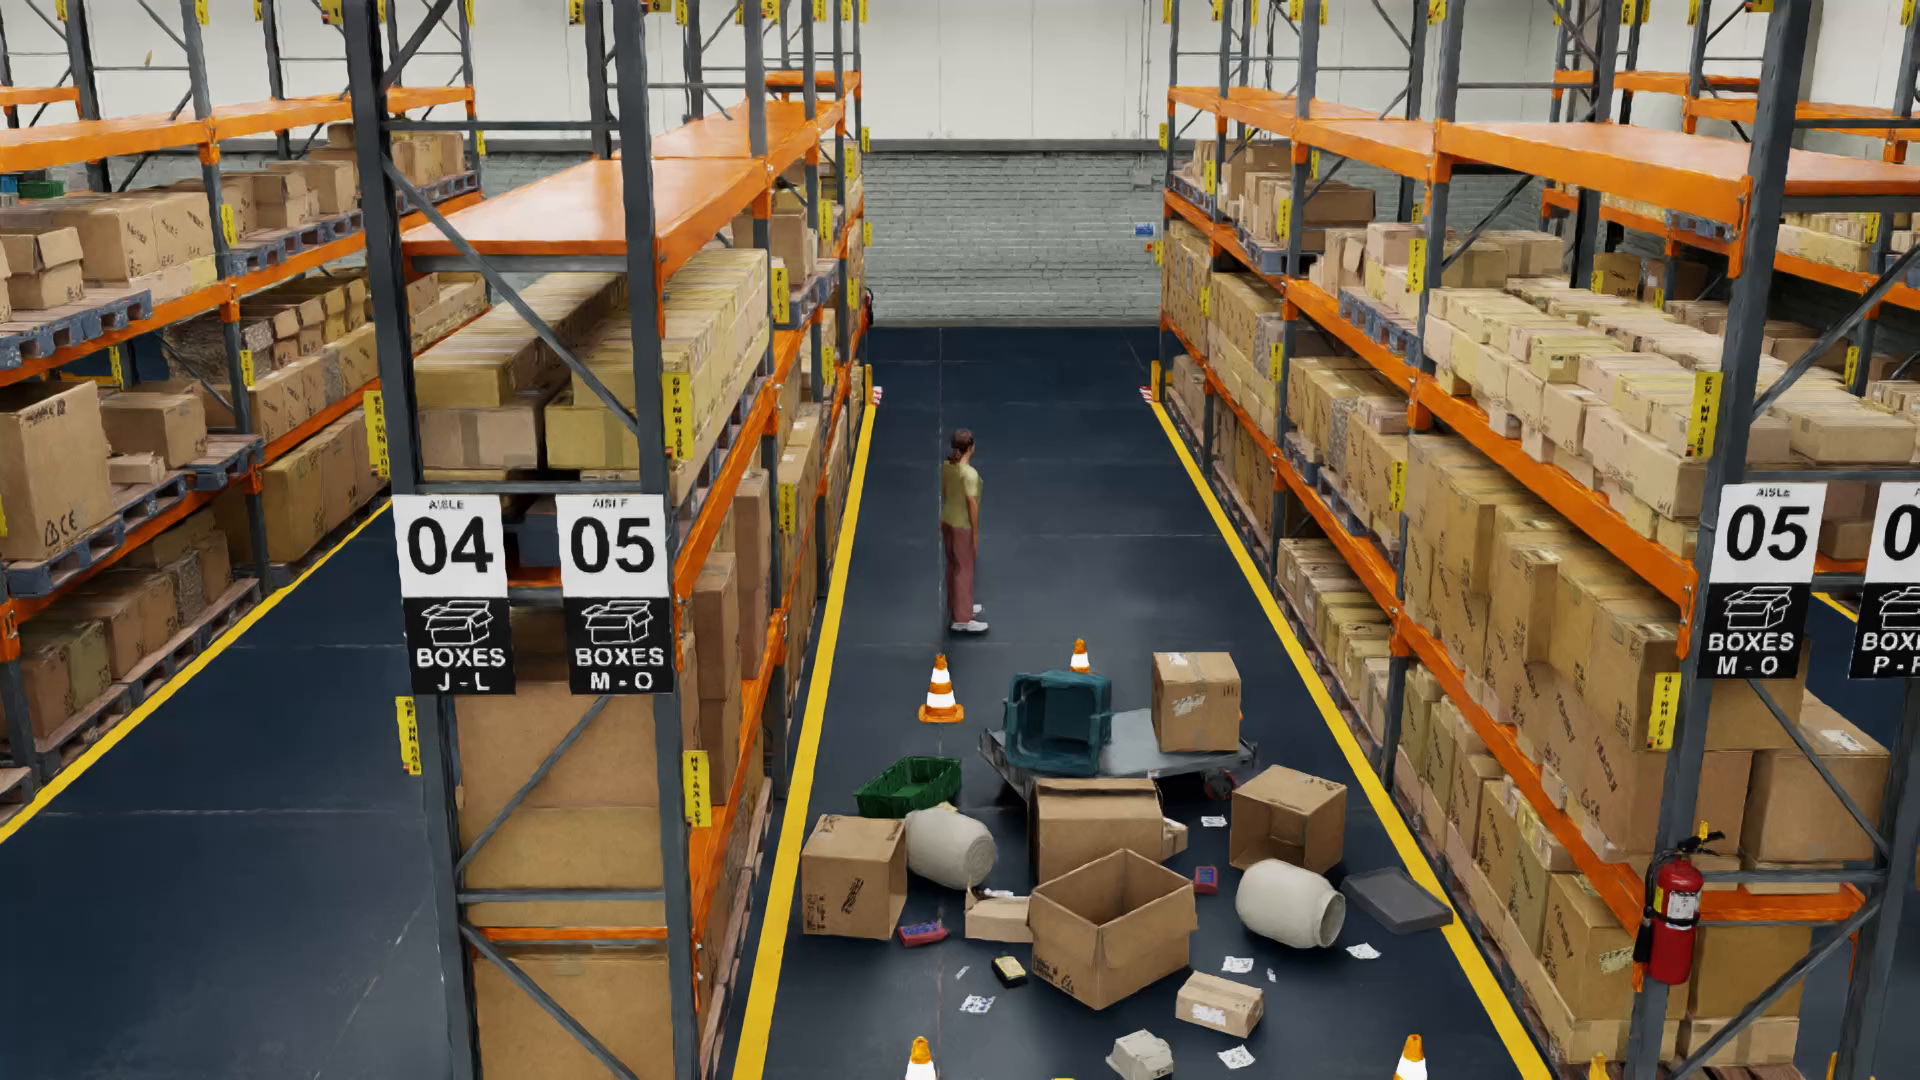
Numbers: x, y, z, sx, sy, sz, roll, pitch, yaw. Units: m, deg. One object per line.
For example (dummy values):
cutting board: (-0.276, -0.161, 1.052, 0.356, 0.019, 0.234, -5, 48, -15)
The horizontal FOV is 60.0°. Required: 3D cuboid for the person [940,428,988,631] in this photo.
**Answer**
person: (0.064, -0.105, 13.806, 0.433, 1.672, 0.517, -11, 20, -31)
